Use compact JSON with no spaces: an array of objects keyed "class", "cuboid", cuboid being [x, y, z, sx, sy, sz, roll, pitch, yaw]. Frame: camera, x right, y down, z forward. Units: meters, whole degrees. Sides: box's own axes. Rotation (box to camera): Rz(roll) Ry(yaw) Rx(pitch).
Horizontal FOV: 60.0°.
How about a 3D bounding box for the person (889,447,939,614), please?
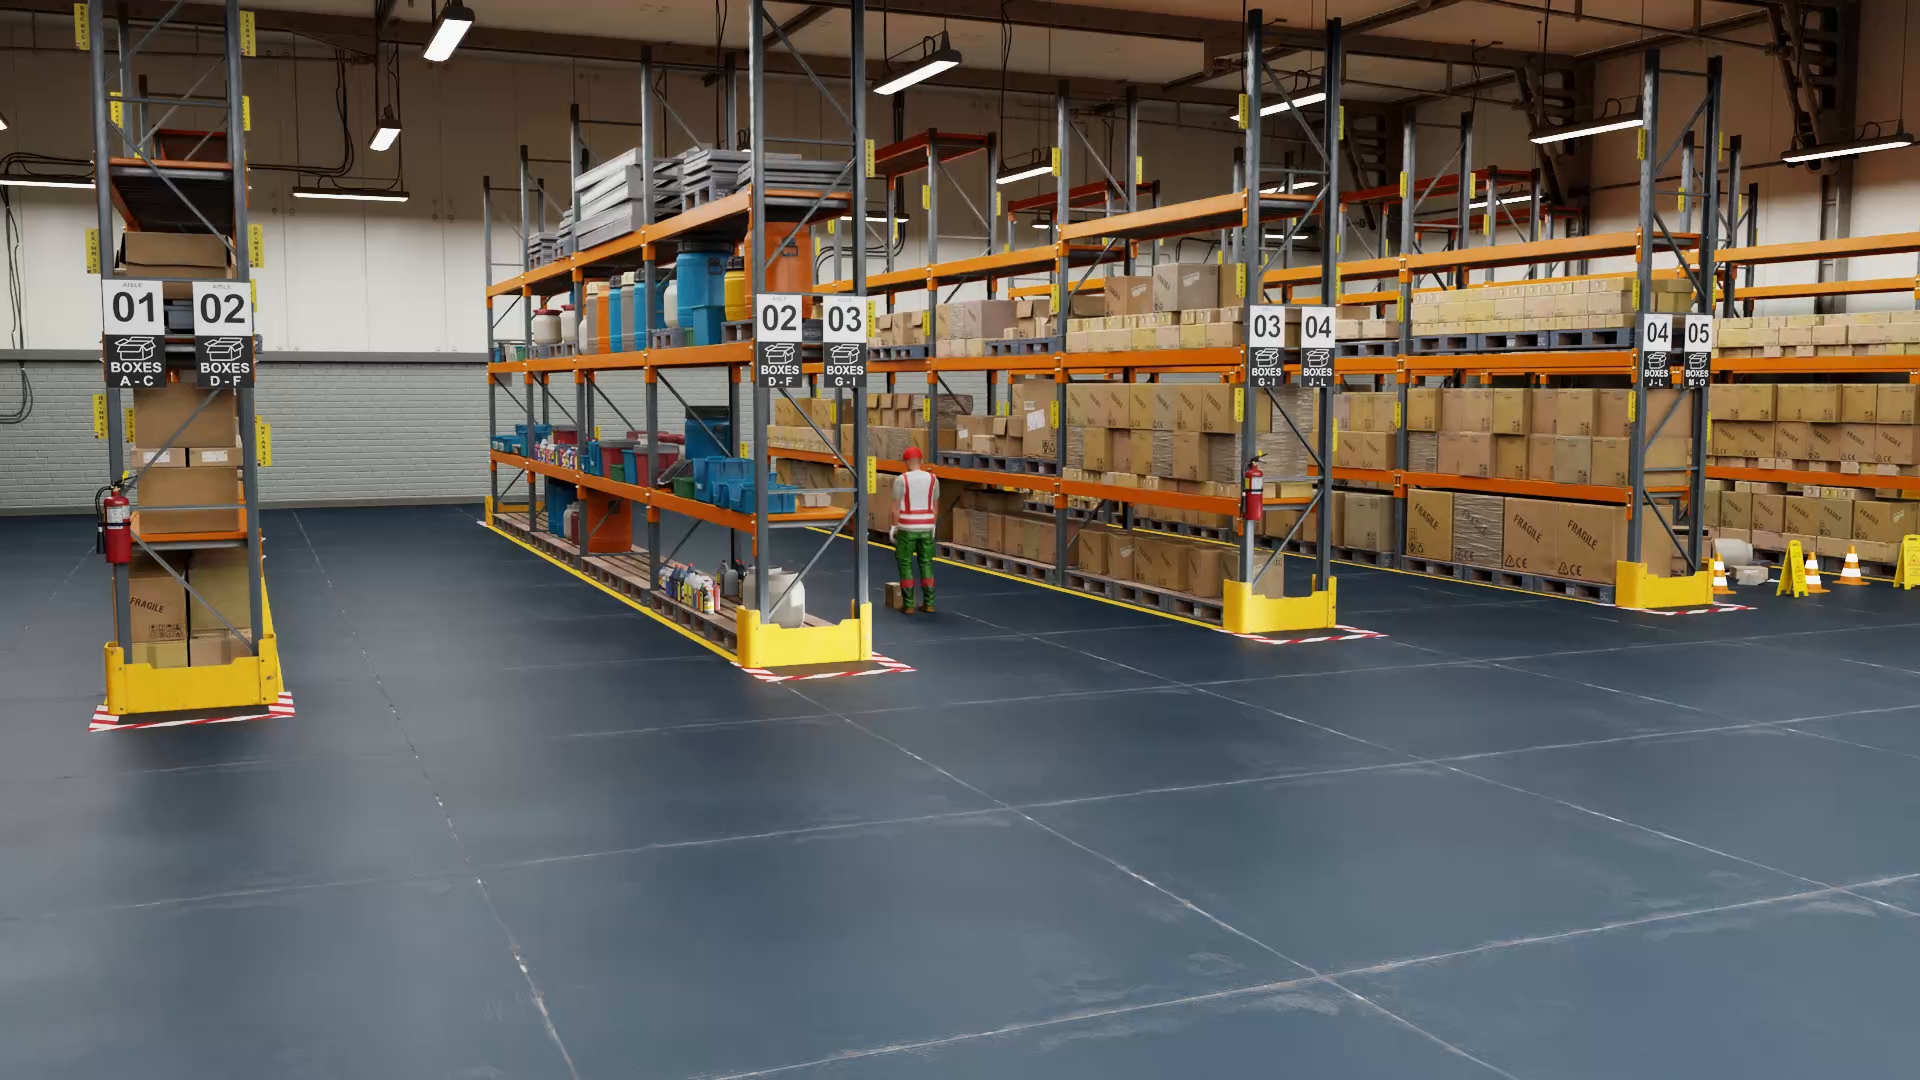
[{"class":"person","cuboid":[-0.493,-0.110,17.819,0.529,1.775,0.364,-2,6,-23]}]
